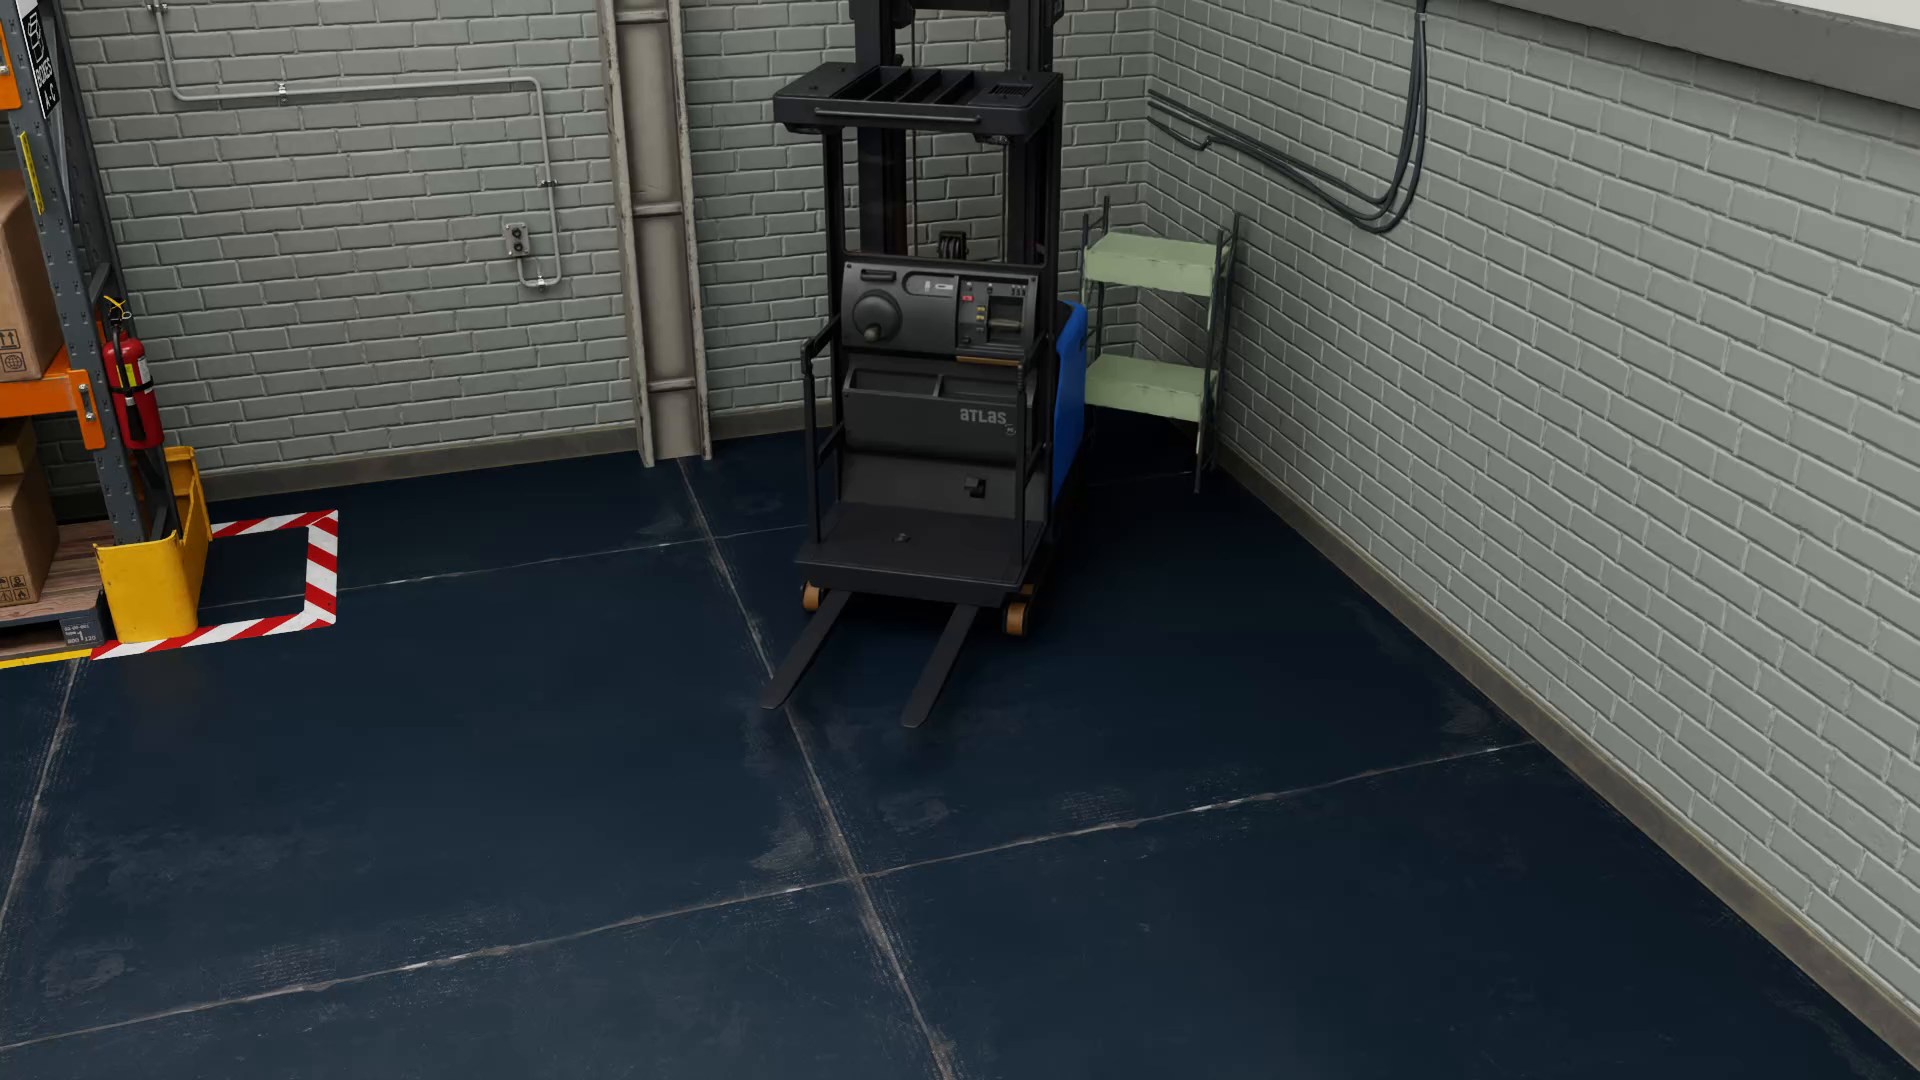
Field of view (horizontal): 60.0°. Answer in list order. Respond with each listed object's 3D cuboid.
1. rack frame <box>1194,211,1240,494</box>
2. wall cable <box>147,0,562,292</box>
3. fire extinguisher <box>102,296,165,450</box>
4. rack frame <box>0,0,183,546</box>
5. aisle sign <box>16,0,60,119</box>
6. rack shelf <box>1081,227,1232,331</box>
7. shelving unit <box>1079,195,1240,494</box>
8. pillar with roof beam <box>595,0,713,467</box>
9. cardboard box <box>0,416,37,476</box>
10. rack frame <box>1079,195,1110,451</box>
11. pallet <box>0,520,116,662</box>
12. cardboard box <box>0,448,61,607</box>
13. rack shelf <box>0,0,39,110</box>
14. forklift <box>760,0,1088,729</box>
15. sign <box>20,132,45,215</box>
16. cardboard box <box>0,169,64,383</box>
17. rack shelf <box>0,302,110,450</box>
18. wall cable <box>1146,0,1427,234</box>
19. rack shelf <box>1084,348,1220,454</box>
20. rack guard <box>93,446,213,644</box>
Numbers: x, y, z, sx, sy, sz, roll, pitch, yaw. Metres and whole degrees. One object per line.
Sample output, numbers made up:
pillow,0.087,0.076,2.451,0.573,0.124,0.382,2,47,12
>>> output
rack frame,1.405,-1.012,9.101,0.023,1.500,0.400,11,29,19
wall cable,-3.051,-2.148,8.561,1.851,1.984,0.084,-8,28,-16
fire extinguisher,-3.689,-0.741,7.375,0.183,0.674,0.296,-8,28,-16
rack frame,-3.975,-1.117,7.626,0.127,3.000,1.000,-8,28,-16
aisle sign,-3.814,-2.164,6.813,0.004,0.787,0.394,-8,28,-16
rack shelf,1.073,-1.428,9.044,0.720,0.370,0.431,11,29,19
shelving unit,1.066,-1.080,9.220,0.755,1.500,0.431,11,29,19
pillar with roof beam,-0.343,-2.721,4.111,0.400,9.000,9.100,-8,28,-16
cardboard box,-4.553,-0.439,7.870,0.250,0.149,0.380,-8,28,-16
rack frame,0.727,-1.147,9.340,0.023,1.500,0.400,11,29,19
pallet,-4.711,0.276,7.958,1.213,0.211,1.003,-8,28,-16
cardboard box,-4.610,-0.047,7.809,0.500,0.500,0.700,-8,28,-16
rack shelf,-5.877,-1.863,6.564,4.000,0.370,1.077,-8,28,-16
forklift,-0.146,-1.044,7.556,1.130,2.935,3.031,6,27,12
sign,-3.820,-1.510,6.850,0.005,0.325,0.100,-8,28,-16
cardboard box,-4.457,-1.177,7.409,0.700,0.700,0.980,-7,27,-14
rack shelf,-5.877,-0.519,7.231,4.000,0.370,1.077,-8,28,-16
wall cable,1.514,-3.041,8.247,0.112,2.526,3.097,-8,28,-16
rack shelf,1.060,-0.789,9.368,0.720,0.370,0.431,11,29,19
rack guard,-3.952,0.000,8.189,0.348,0.500,1.175,-8,28,-16
